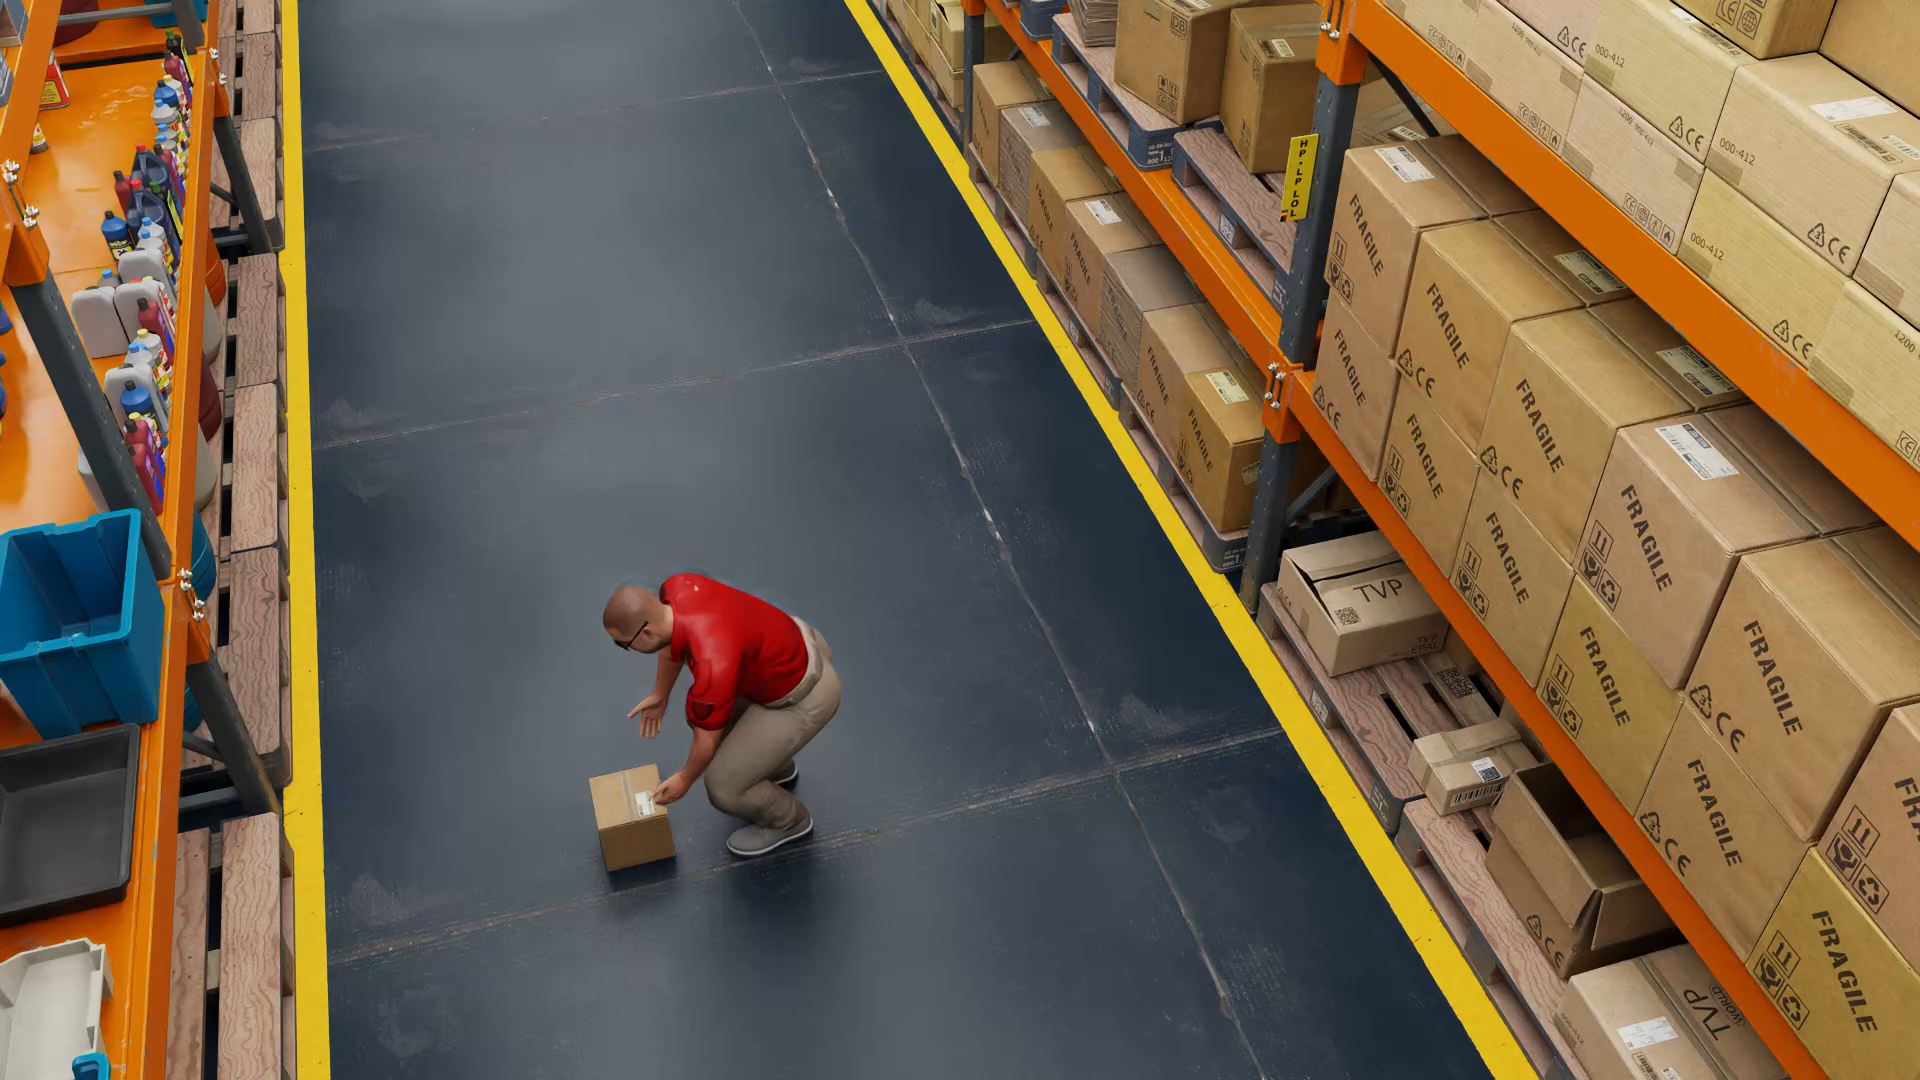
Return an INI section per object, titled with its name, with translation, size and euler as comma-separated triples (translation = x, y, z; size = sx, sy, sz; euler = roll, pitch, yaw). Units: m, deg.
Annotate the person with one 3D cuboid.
[person]
translation = -0.846, 0.595, 5.844
size = 0.666, 1.289, 0.588
euler = -12, 43, -13
